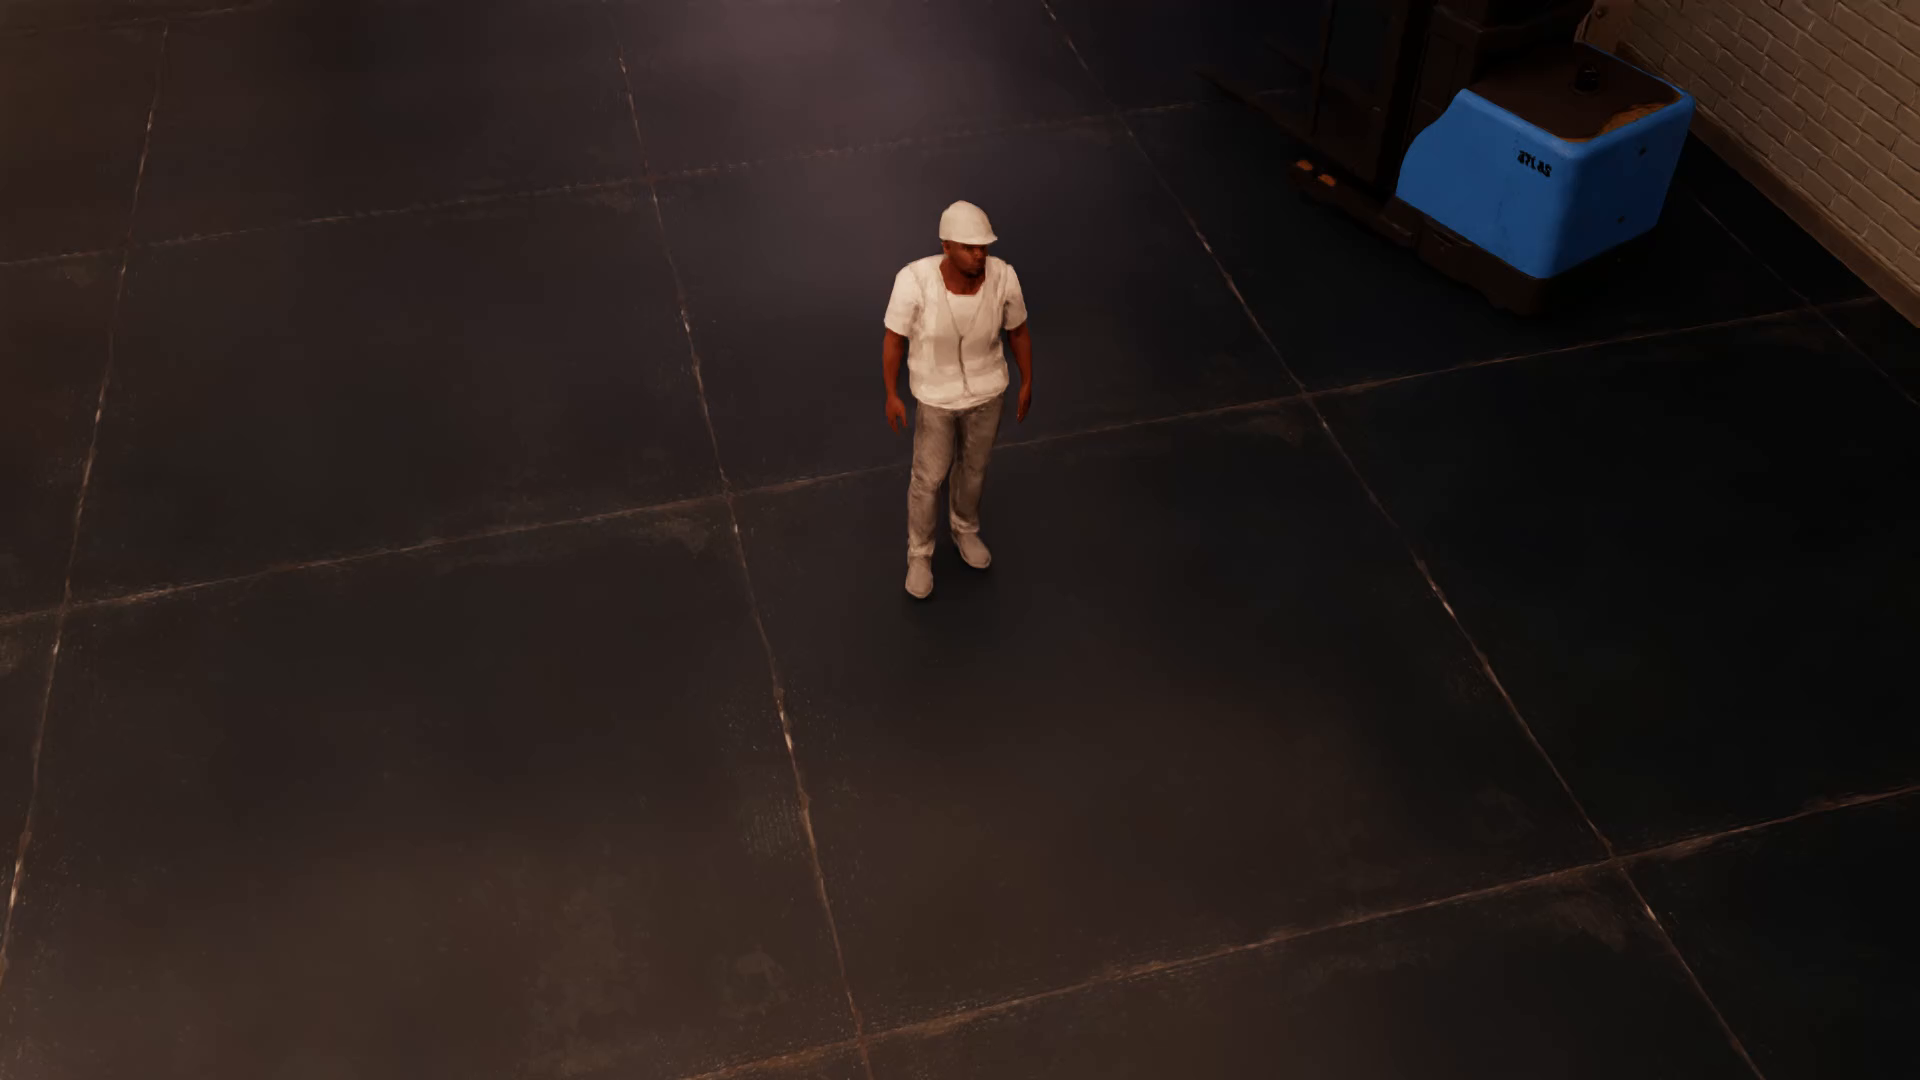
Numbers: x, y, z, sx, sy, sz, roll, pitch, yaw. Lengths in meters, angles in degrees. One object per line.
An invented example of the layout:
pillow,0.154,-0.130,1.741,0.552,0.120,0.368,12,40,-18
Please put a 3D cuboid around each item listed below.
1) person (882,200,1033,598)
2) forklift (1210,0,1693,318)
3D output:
person,0.012,-0.600,7.117,0.665,1.766,0.575,-10,44,-11
forklift,2.662,-3.262,9.096,1.130,2.935,3.031,-22,47,-21
